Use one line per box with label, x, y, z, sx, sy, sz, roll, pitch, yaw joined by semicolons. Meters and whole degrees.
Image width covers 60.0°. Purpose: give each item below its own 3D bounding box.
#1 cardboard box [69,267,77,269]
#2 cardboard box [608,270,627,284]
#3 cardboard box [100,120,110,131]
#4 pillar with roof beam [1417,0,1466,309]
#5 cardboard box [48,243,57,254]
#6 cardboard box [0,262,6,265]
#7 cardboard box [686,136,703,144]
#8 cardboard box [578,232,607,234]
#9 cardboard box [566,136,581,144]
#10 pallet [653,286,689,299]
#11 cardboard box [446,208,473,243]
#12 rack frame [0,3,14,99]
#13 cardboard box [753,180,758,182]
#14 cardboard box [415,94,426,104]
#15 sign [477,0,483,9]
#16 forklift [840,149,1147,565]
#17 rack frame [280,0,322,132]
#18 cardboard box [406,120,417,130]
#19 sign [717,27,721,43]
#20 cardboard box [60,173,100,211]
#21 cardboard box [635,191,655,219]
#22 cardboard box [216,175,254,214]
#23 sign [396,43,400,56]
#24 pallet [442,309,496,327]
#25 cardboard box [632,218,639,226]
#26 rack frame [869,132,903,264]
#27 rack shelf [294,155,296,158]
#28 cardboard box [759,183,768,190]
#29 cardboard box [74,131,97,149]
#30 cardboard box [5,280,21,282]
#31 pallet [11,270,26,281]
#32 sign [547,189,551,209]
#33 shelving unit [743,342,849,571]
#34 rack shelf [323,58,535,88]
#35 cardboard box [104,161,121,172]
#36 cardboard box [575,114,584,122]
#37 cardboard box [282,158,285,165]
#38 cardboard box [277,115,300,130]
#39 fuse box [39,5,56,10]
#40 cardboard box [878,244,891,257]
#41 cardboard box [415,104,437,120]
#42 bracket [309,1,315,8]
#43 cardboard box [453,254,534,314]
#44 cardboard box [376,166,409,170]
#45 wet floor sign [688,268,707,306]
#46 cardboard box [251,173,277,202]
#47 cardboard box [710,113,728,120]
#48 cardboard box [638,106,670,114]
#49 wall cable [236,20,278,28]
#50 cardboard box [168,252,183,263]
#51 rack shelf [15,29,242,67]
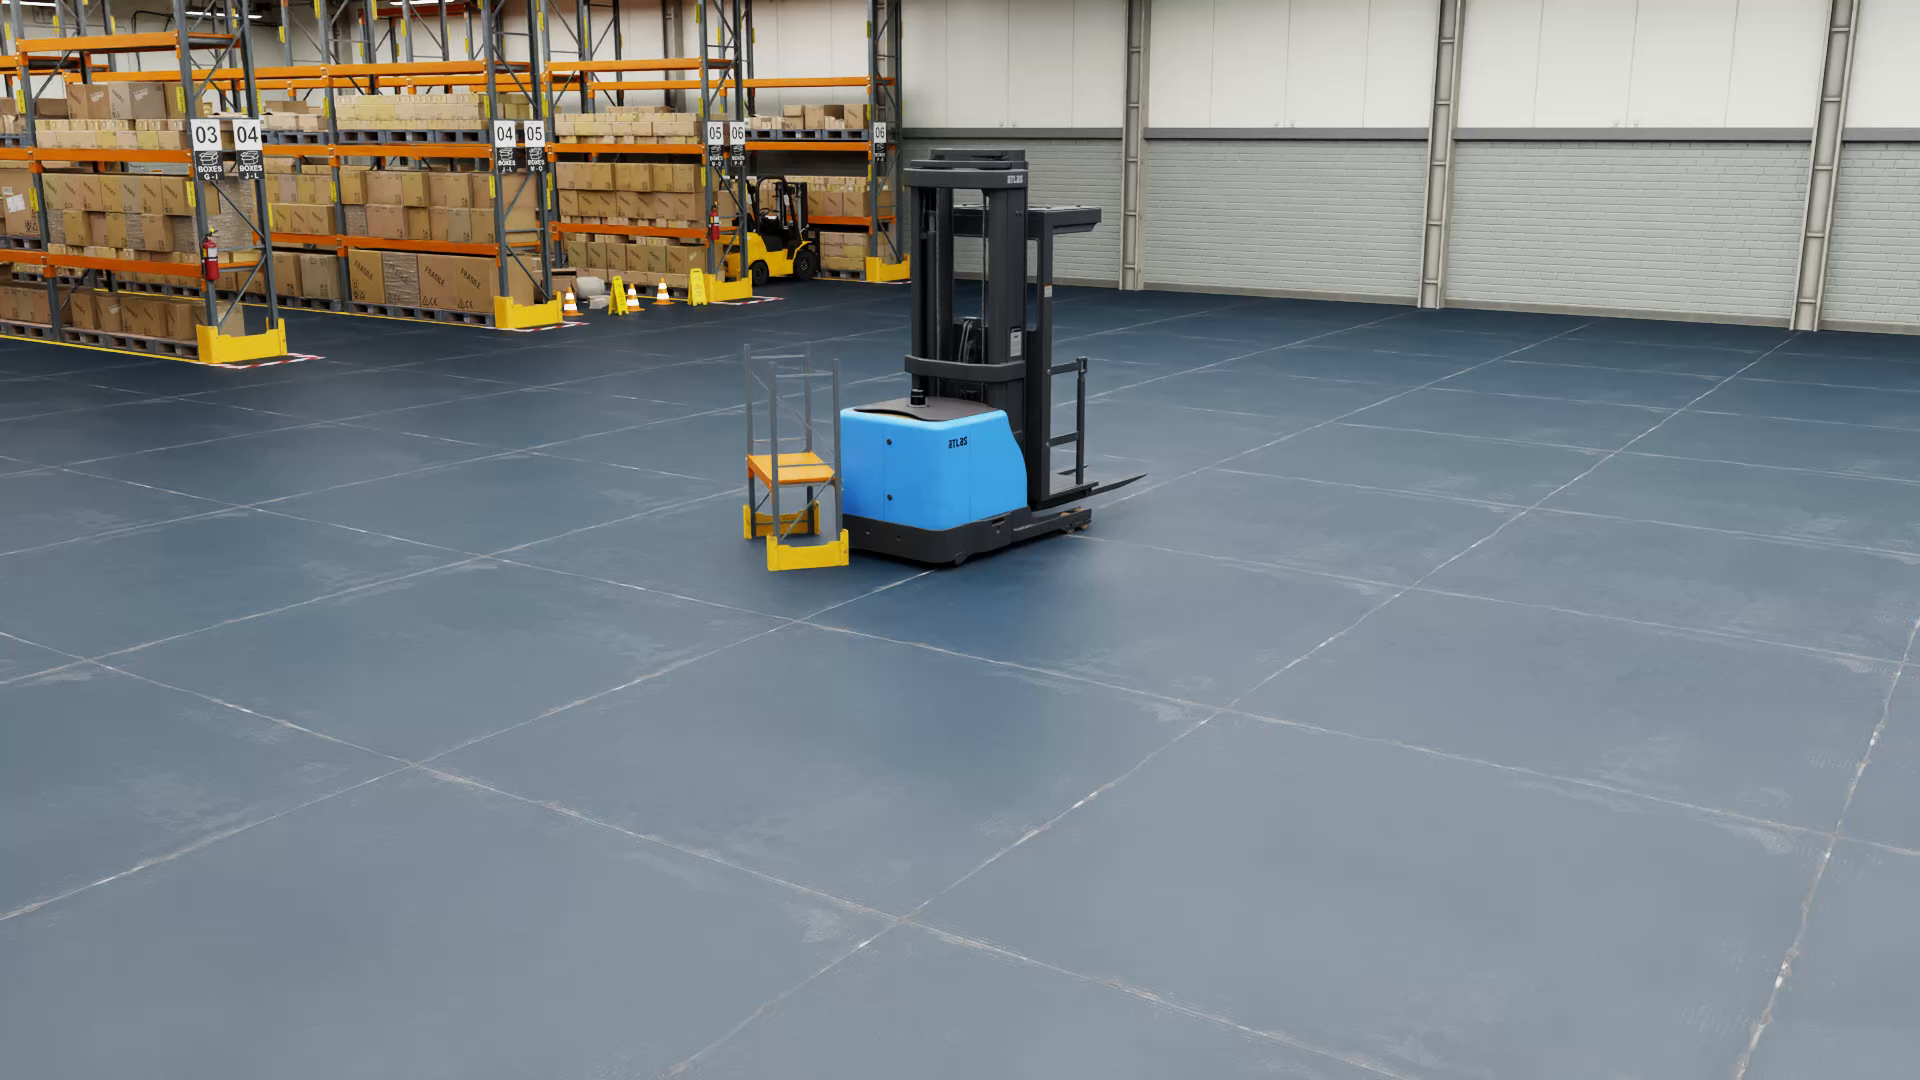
cardboard box;-17.598;-5.518;33.313;0.250;0.149;0.380;8;16;30
cardboard box;-6.381;-5.065;31.891;0.500;0.250;0.500;9;16;32
cardboard box;-11.708;-5.770;23.129;0.250;0.149;0.380;10;17;34
pillar with roof beam;5.956;-7.640;24.961;0.400;9.000;9.100;9;17;33
cardboard box;-13.131;-4.282;24.403;0.250;0.149;0.380;9;17;33
cardboard box;-19.990;-5.764;34.923;0.250;0.149;0.380;10;17;34
cardboard box;-4.744;-7.259;30.185;0.250;0.149;0.380;9;17;33
cardboard box;-8.633;-7.000;39.187;0.500;0.500;0.500;10;17;34
cardboard box;-7.304;-7.666;31.828;0.250;0.149;0.380;9;17;33
pallet;-5.009;-4.705;31.392;1.213;0.211;1.003;9;17;33
cardboard box;-7.772;-5.115;26.932;0.550;0.550;0.875;9;17;33
rack frame;-20.247;-9.990;34.452;0.127;3.000;1.000;9;17;33
cardboard box;-4.260;-7.816;35.977;0.250;0.149;0.380;9;16;32
cardboard box;-8.494;-7.054;26.615;0.250;0.149;0.380;9;16;32
sign;-7.285;-8.230;25.233;0.005;0.325;0.100;9;17;33
forklift;0.391;-1.540;12.944;1.130;2.935;3.031;11;18;37
rack frame;-14.249;-10.454;36.327;0.127;3.000;1.000;9;17;33
cardboard box;-8.700;-6.700;26.846;0.250;0.149;0.380;9;17;33
sign;-5.136;-10.753;35.428;0.005;0.325;0.100;9;17;33
cardboard box;-12.494;-4.994;23.846;0.500;0.500;0.500;9;17;33
cardboard box;-5.722;-6.279;31.120;0.500;0.500;0.500;9;17;33
cardboard box;-10.126;-4.763;22.914;0.500;0.500;0.500;9;17;33
sign;-14.474;-12.619;42.799;0.005;0.325;0.100;9;17;33
pallet;-7.677;-3.670;27.210;1.213;0.211;1.003;9;17;33
cardboard box;-5.979;-6.027;31.451;0.250;0.149;0.380;9;17;33
rack frame;-1.524;-6.923;34.547;0.127;3.000;1.000;9;17;33
rack shelf;-15.908;-8.917;37.857;4.000;0.370;1.077;9;17;33
cardboard box;-4.115;-7.616;35.788;0.250;0.149;0.380;10;17;34
cardboard box;-12.063;-5.626;23.379;0.500;0.250;0.500;8;16;31
cardboard box;-15.426;-3.872;26.509;0.500;0.500;0.700;8;16;28
pallet;-19.529;-5.598;34.998;1.213;0.211;1.003;9;17;33
sign;-6.655;-5.501;26.835;0.005;0.325;0.100;9;17;33
shelving unit;-1.243;-0.649;12.322;0.587;1.500;1.083;-4;15;-16
rack shelf;-8.630;-7.569;27.002;4.000;0.370;1.077;9;17;33
cardboard box;-17.166;-7.329;33.279;0.500;0.500;0.500;10;17;34
cardboard box;-7.085;-8.017;31.586;0.250;0.149;0.380;9;16;31
cardboard box;-14.840;-8.426;36.979;0.250;0.149;0.380;10;17;34
cardboard box;-11.437;-7.226;28.759;0.500;0.250;0.500;9;17;32
fuse box;-22.379;-13.241;40.927;0.176;0.334;0.513;9;17;33
cardboard box;-1.798;-6.139;35.189;0.500;0.250;0.500;10;17;34
cardboard box;-8.363;-6.857;26.649;0.500;0.250;0.500;9;17;32
bracket;-17.077;-14.254;44.187;0.430;0.232;0.235;9;17;33
cardboard box;-7.570;-4.182;27.024;0.875;0.875;0.875;9;17;33
cardboard box;-11.935;-7.624;35.089;0.500;0.500;0.500;10;17;34
wet floor sign;-4.731;-4.551;29.865;0.267;0.644;0.232;-10;17;-35
cardboard box;-12.394;-6.341;29.907;0.500;0.500;0.700;9;16;32
cardboard box;-4.472;-7.742;30.478;0.250;0.149;0.380;9;17;32
cardboard box;-6.853;-9.470;37.306;0.500;0.500;0.500;10;17;34
wall cable;-18.769;-15.693;45.915;0.133;3.039;2.988;9;17;33
cardboard box;-10.617;-3.889;22.813;0.250;0.149;0.380;9;17;33
rack shelf;-11.482;-6.786;23.014;4.000;0.370;1.077;9;17;33
